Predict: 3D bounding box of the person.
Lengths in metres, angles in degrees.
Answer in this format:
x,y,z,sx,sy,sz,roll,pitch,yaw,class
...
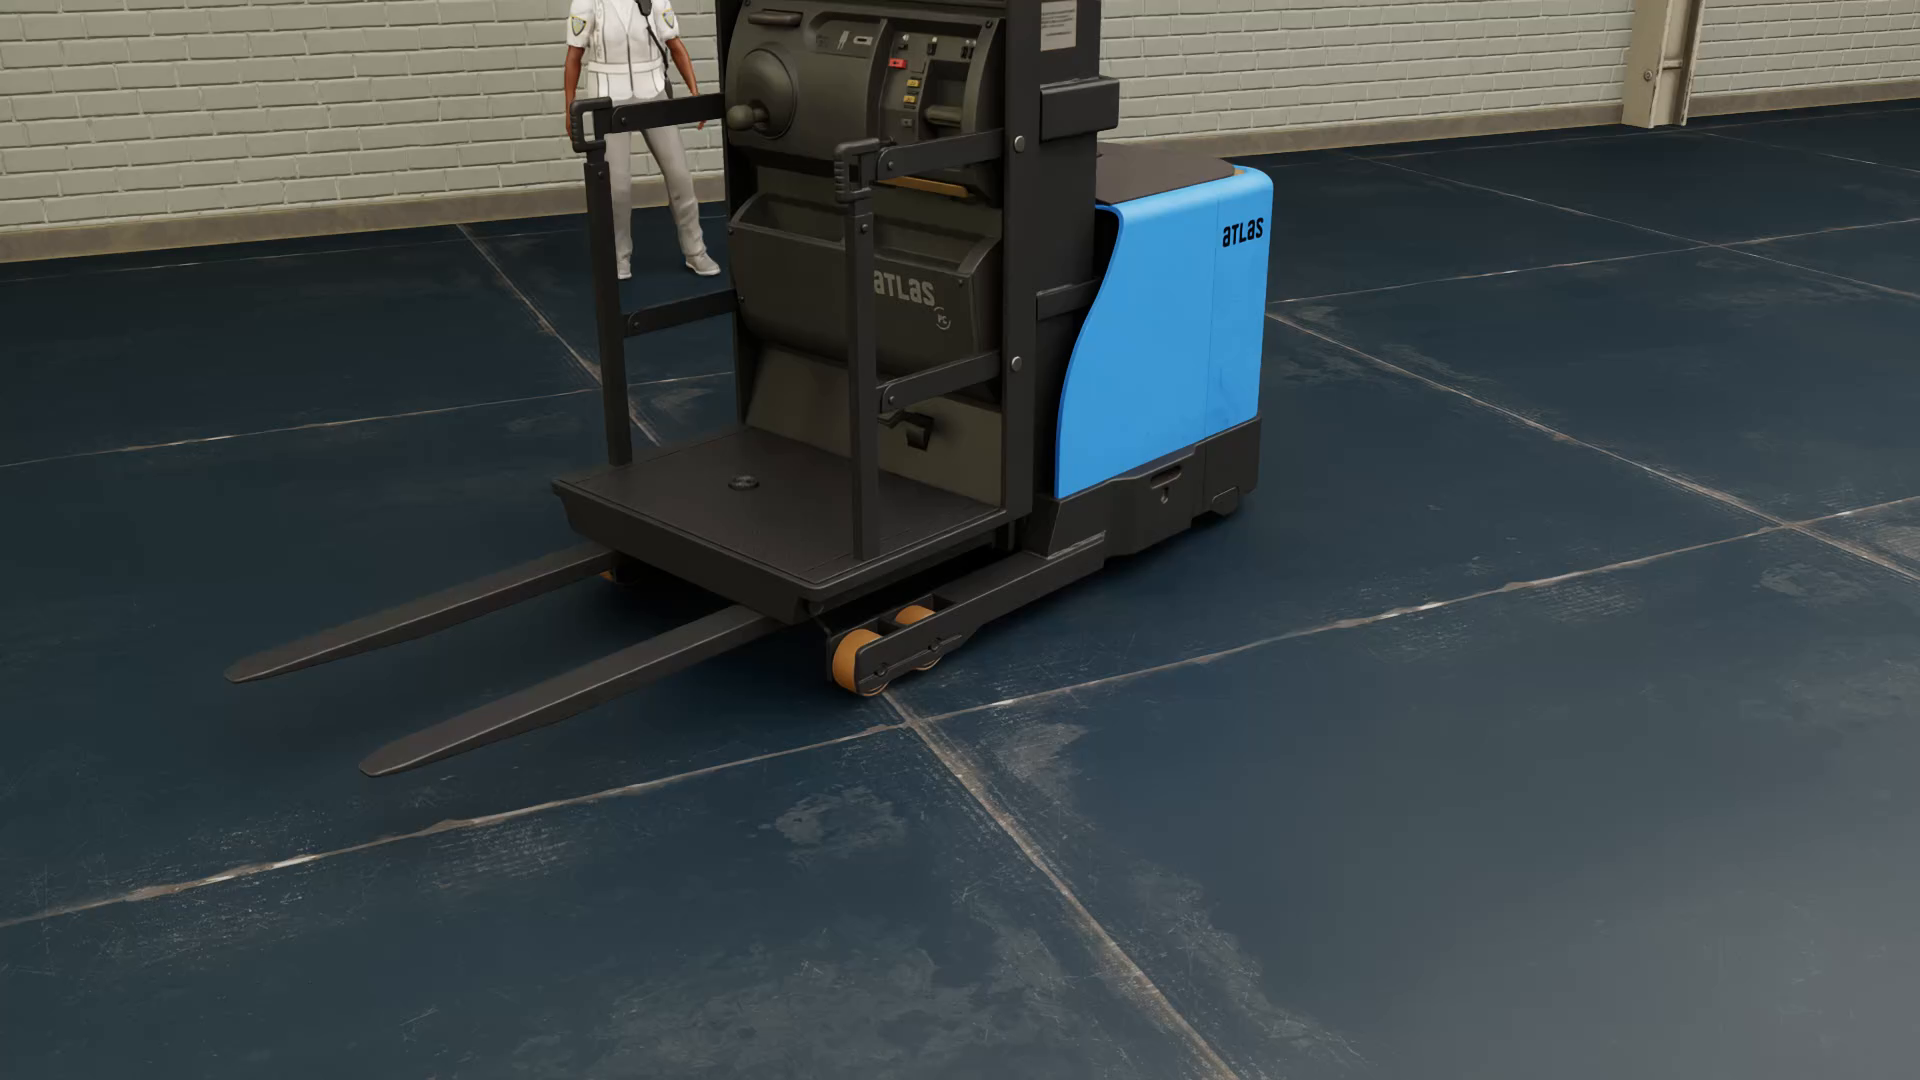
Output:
x,y,z,sx,sy,sz,roll,pitch,yaw,class
-1.557,-2.086,7.996,0.678,1.640,0.398,-9,24,-20,person

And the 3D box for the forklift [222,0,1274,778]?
x,y,z,sx,sy,sz,roll,pitch,yaw,class
-0.413,-1.182,4.131,1.130,2.935,3.031,19,29,39,forklift
